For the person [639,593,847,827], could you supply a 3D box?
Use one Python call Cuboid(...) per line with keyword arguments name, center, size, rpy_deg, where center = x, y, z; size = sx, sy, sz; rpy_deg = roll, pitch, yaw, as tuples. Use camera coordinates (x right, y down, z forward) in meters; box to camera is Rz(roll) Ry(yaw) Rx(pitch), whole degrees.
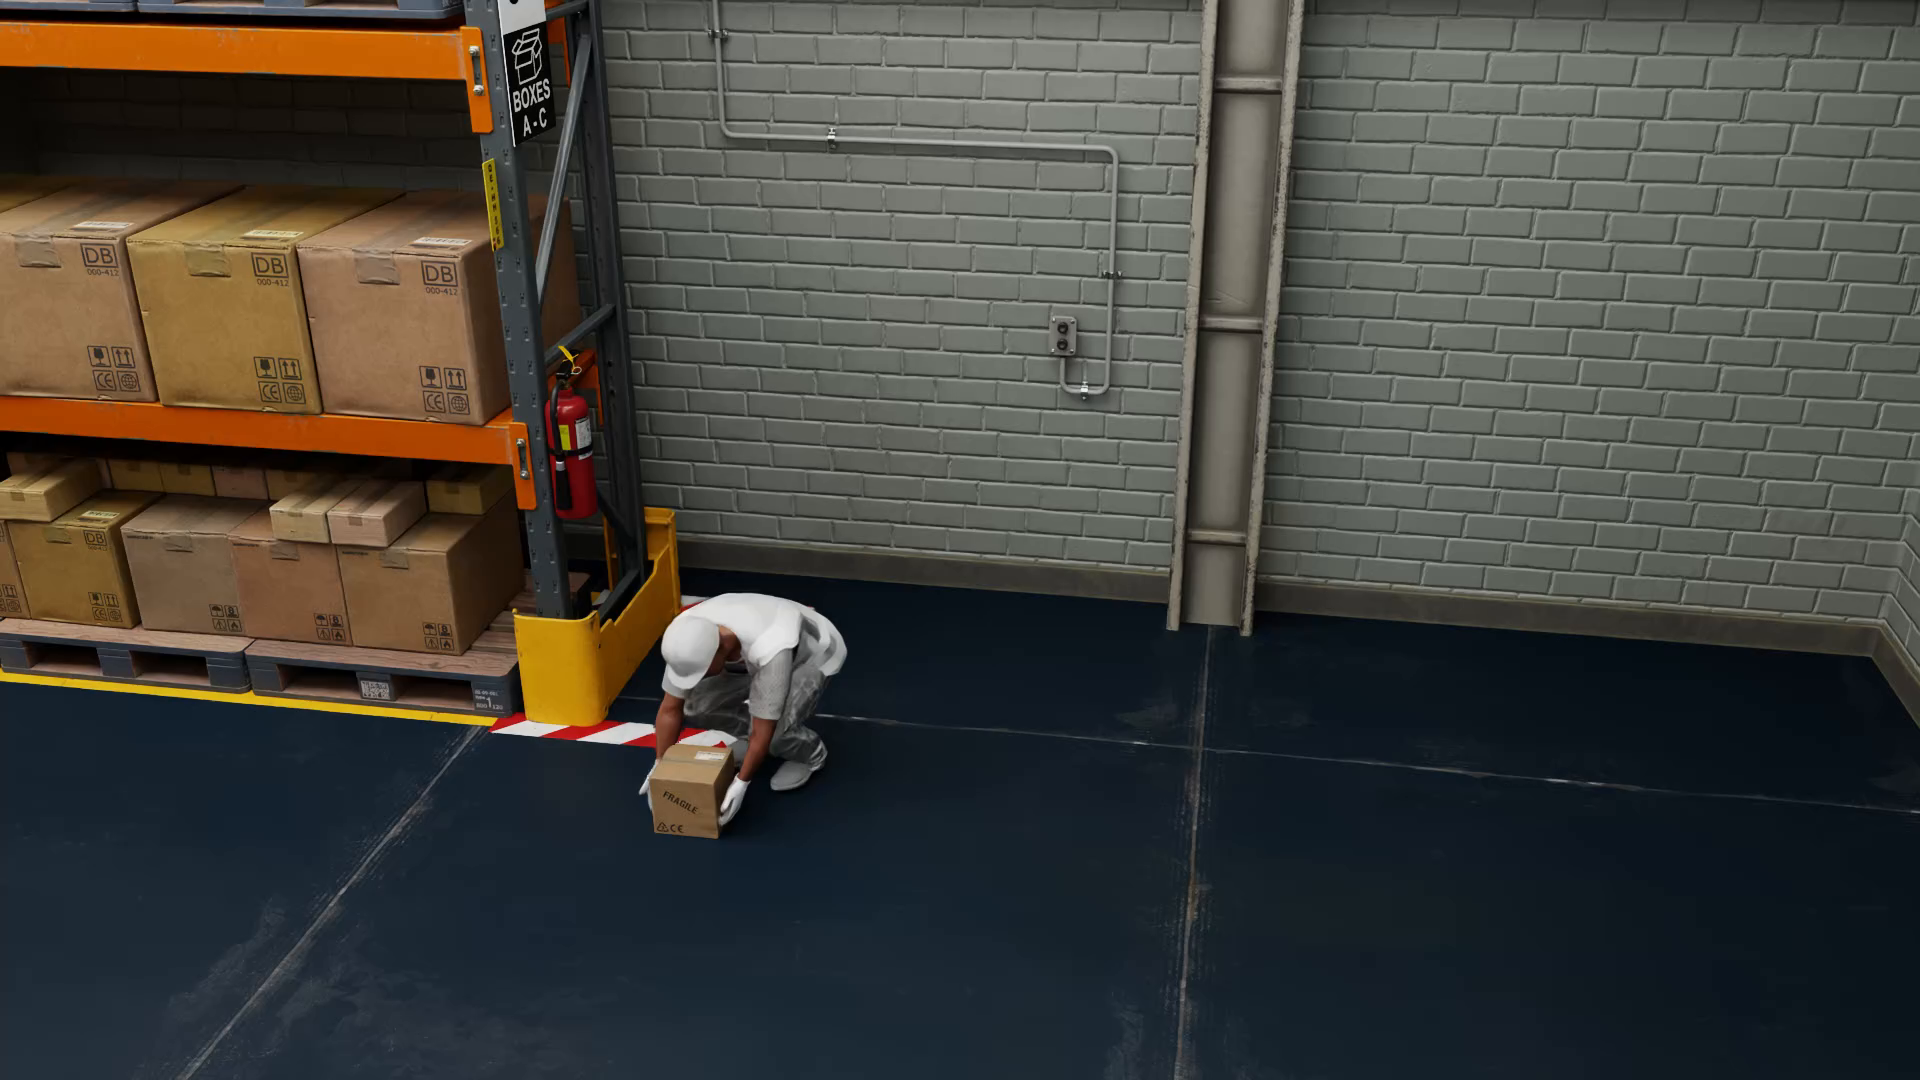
Cuboid(name="person", center=(-0.816, 0.565, 6.423), size=(0.579, 0.897, 0.935), rpy_deg=(17, 30, 33))
